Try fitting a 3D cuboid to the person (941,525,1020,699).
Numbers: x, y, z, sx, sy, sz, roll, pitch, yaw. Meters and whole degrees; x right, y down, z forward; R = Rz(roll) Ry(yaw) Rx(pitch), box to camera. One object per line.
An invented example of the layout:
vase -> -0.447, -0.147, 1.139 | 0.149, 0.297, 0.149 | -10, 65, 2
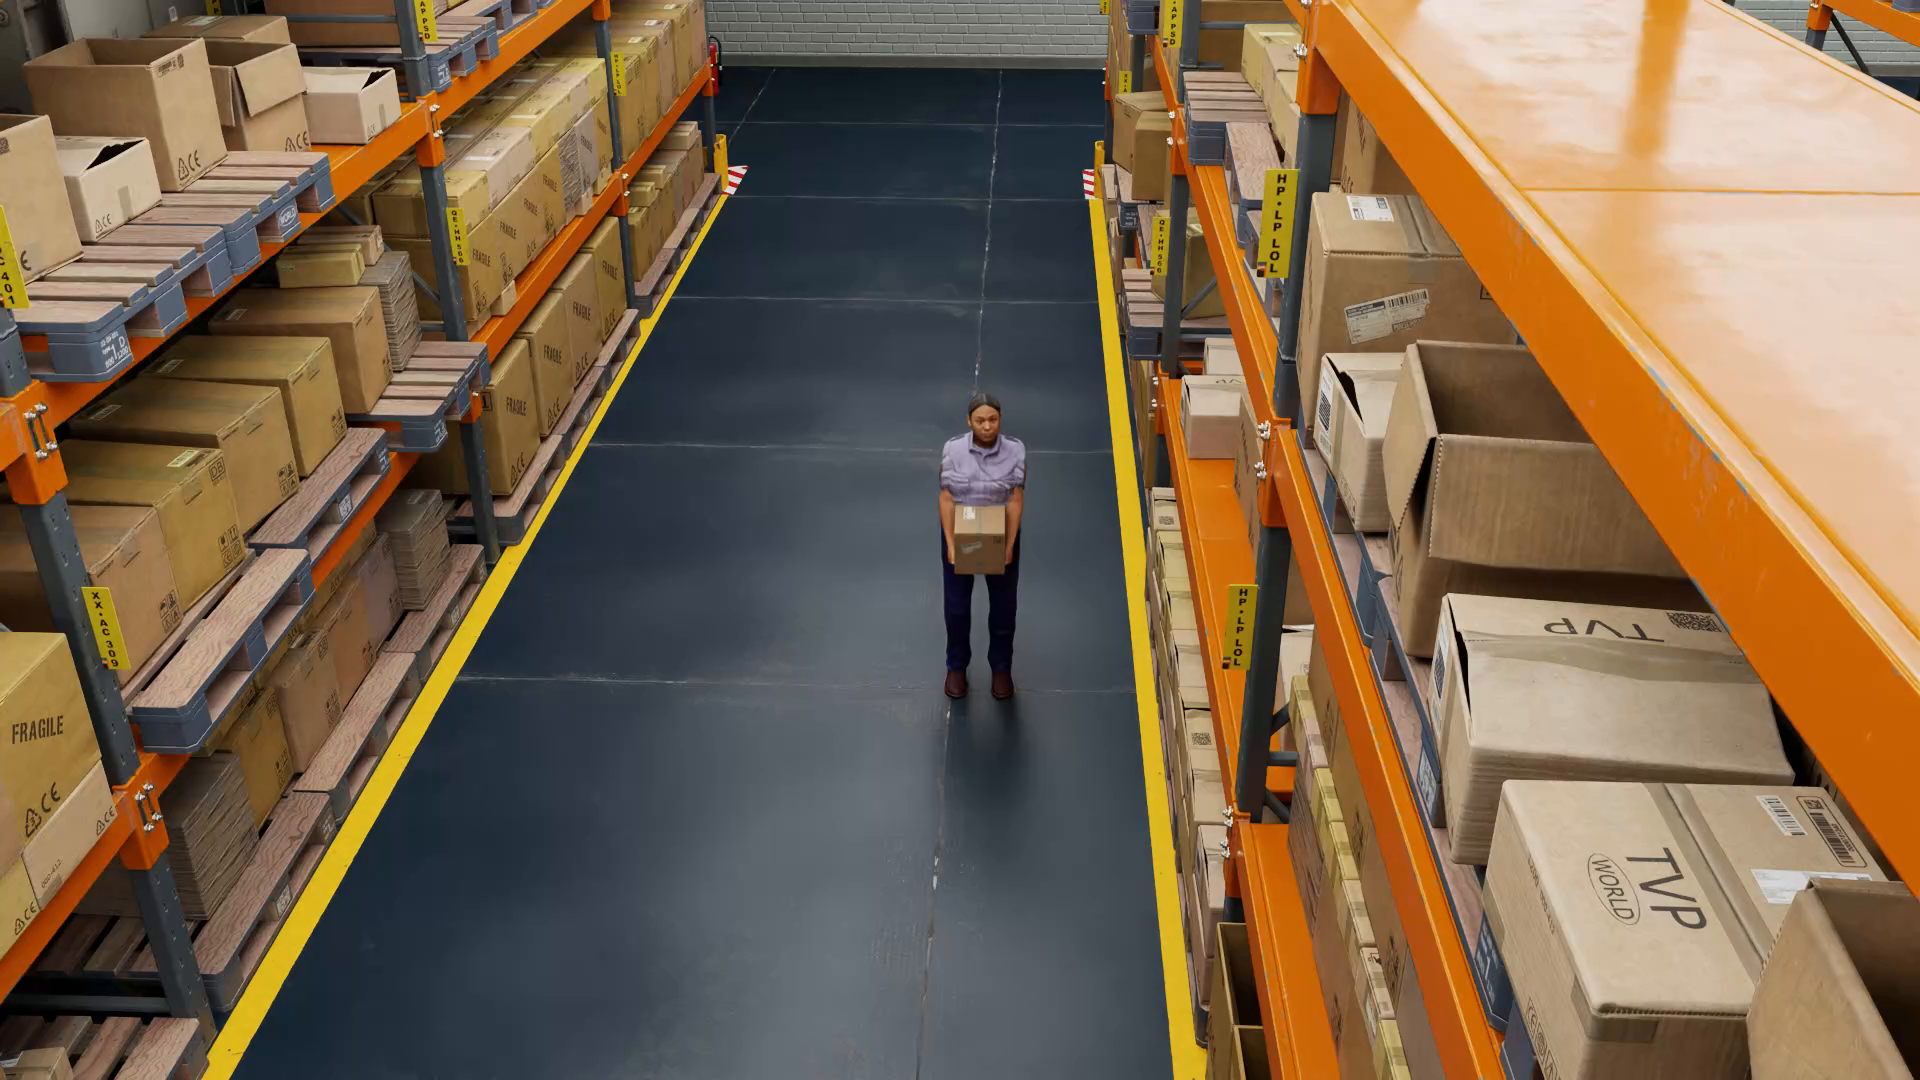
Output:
person -> 0.106, 0.299, 8.740 | 0.412, 1.030, 0.413 | 1, 28, 1
